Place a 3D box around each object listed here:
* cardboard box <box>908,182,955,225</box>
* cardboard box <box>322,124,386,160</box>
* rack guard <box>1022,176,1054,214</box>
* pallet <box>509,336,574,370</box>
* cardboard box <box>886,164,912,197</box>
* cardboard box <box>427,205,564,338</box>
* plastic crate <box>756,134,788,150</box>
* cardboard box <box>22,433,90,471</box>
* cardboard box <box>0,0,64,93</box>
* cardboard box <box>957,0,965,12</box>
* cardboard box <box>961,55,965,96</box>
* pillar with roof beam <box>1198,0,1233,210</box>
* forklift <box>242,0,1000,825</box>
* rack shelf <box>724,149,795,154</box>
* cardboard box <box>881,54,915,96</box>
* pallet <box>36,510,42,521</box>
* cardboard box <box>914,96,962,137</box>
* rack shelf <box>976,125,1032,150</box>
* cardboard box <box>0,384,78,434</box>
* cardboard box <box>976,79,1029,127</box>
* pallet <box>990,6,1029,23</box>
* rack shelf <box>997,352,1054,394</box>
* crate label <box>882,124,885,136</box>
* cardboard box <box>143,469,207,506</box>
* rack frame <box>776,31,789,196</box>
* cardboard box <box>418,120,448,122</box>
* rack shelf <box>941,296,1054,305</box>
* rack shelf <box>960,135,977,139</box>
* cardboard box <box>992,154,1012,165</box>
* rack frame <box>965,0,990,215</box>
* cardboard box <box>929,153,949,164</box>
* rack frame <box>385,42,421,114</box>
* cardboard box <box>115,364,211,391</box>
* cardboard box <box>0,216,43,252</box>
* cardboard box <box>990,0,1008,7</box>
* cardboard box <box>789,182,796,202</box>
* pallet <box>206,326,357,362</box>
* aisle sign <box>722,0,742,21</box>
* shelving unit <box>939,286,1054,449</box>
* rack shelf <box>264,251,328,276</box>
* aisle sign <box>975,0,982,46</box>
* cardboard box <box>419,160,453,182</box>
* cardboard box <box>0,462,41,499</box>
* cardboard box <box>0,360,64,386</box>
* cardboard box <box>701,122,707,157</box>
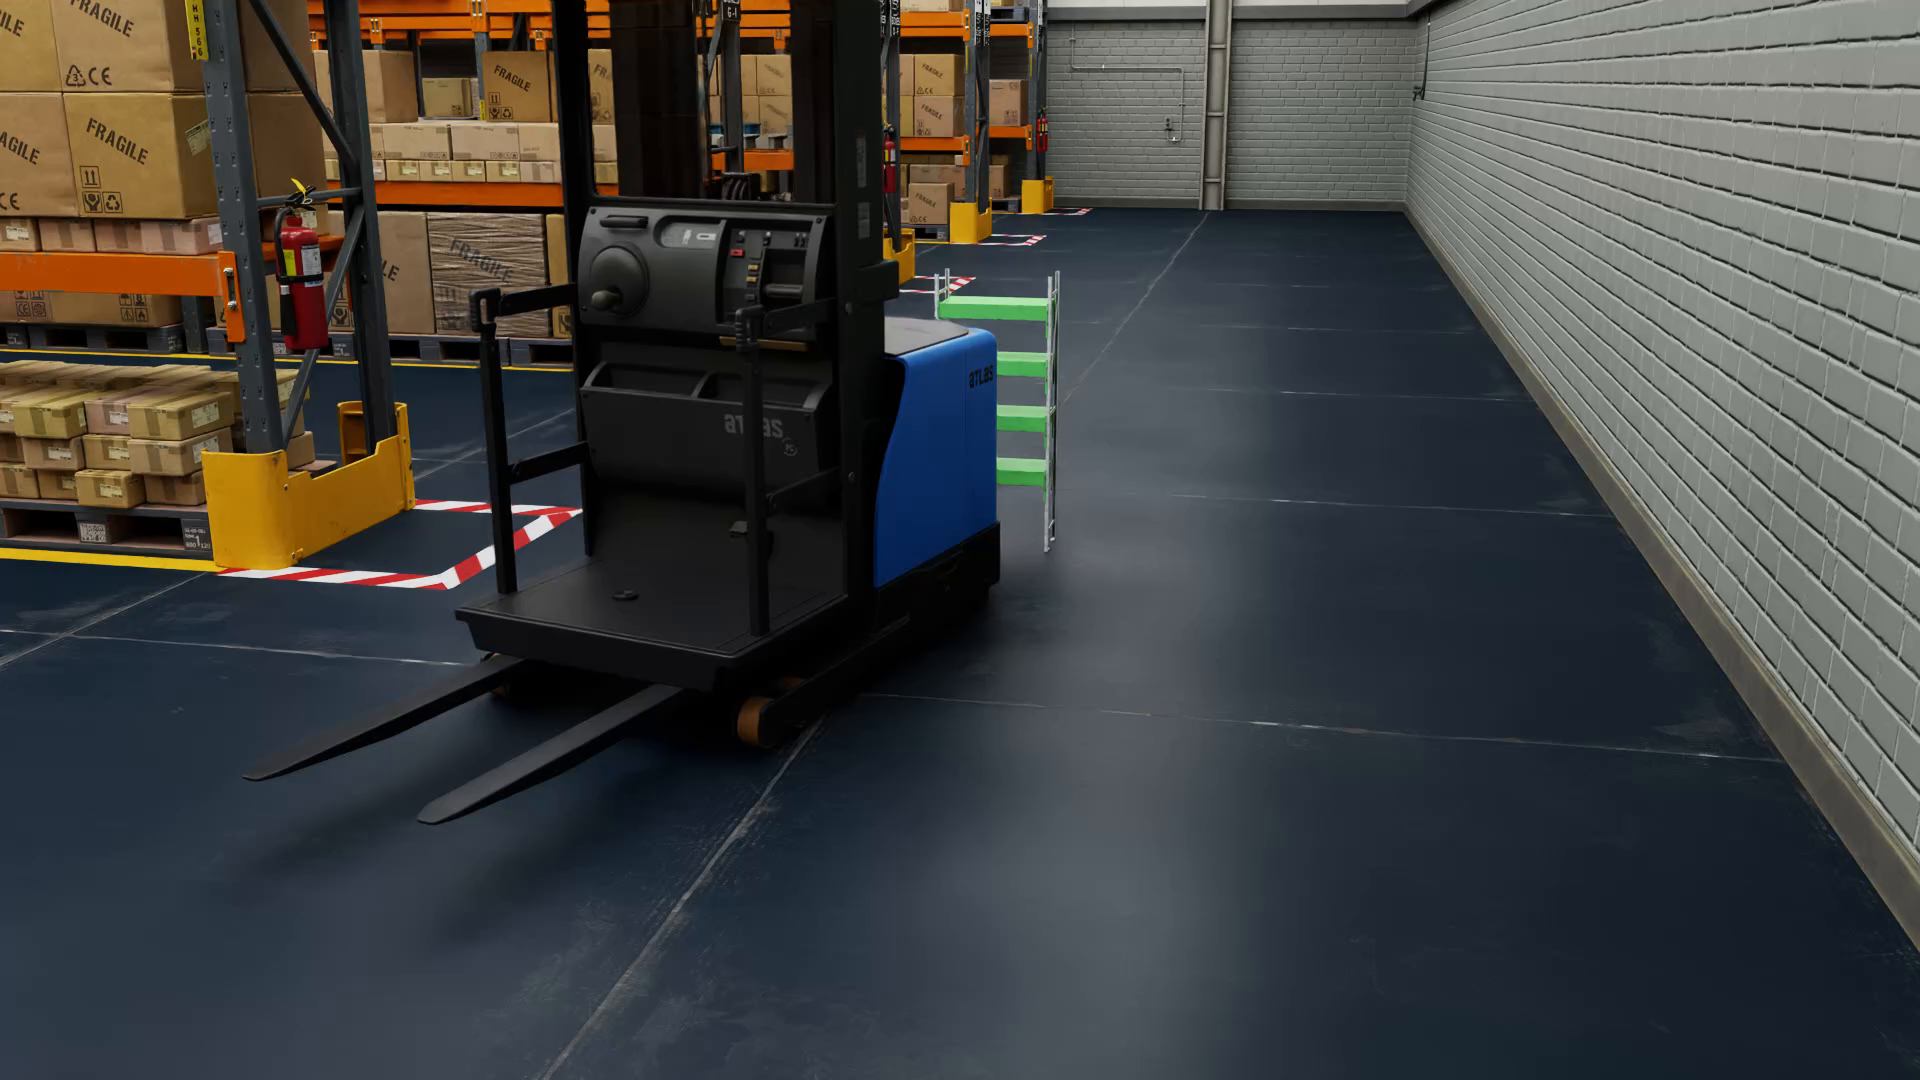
[{"bbox_3d":[-0.361,-4.327,21.352,0.500,0.500,0.500,3,16,11],"label":"cardboard box"},{"bbox_3d":[-4.273,-2.900,12.067,0.500,0.250,0.500,4,16,12],"label":"cardboard box"},{"bbox_3d":[1.228,-5.445,26.213,0.348,0.500,1.175,3,16,11],"label":"rack guard"},{"bbox_3d":[-2.556,-1.442,12.303,1.213,0.211,1.003,3,16,11],"label":"pallet"},{"bbox_3d":[-1.009,-5.740,26.489,0.500,0.500,0.700,3,16,12],"label":"cardboard box"},{"bbox_3d":[-3.291,-2.004,12.300,0.875,0.875,0.875,3,16,11],"label":"cardboard box"},{"bbox_3d":[-1.886,-3.977,16.610,0.243,0.136,0.396,3,16,11],"label":"plastic crate"},{"bbox_3d":[-3.928,-0.424,7.401,0.250,0.149,0.380,2,16,9],"label":"cardboard box"},{"bbox_3d":[-3.839,-2.131,6.950,0.500,0.500,0.500,3,16,9],"label":"cardboard box"},{"bbox_3d":[-0.232,-6.822,21.164,0.500,0.250,0.500,3,16,11],"label":"cardboard box"},{"bbox_3d":[-0.161,-5.978,21.393,0.500,0.500,0.500,4,16,13],"label":"cardboard box"},{"bbox_3d":[3.165,-8.499,21.316,0.400,9.000,9.100,3,16,11],"label":"pillar with roof beam"},{"bbox_3d":[-0.941,-0.897,5.241,1.130,2.935,3.031,7,17,25],"label":"forklift"},{"bbox_3d":[-2.729,-3.948,16.973,3.809,0.052,0.919,3,16,11],"label":"rack shelf"},{"bbox_3d":[-0.765,-5.864,20.981,0.500,0.500,0.500,4,16,13],"label":"cardboard box"},{"bbox_3d":[-4.899,-0.250,7.999,1.213,0.211,1.003,3,16,11],"label":"pallet"},{"bbox_3d":[-0.272,-5.356,21.021,0.500,0.500,0.500,4,16,13],"label":"cardboard box"},{"bbox_3d":[-0.755,-6.411,26.364,4.000,0.370,1.077,3,16,11],"label":"rack shelf"},{"bbox_3d":[-4.168,-0.588,7.435,0.250,0.149,0.380,2,16,9],"label":"cardboard box"},{"bbox_3d":[0.703,-6.820,25.933,0.700,0.700,0.980,4,16,14],"label":"cardboard box"},{"bbox_3d":[0.476,-8.091,25.628,1.213,0.211,1.003,3,16,11],"label":"pallet"},{"bbox_3d":[0.162,-0.739,7.253,0.480,0.148,0.258,3,16,11],"label":"rack shelf"},{"bbox_3d":[-0.946,-4.107,16.901,0.303,0.233,0.416,3,16,11],"label":"crate label"},{"bbox_3d":[-3.401,-0.274,7.415,0.250,0.149,0.380,3,16,12],"label":"cardboard box"},{"bbox_3d":[-2.715,-6.864,26.652,0.127,3.000,1.000,3,16,11],"label":"rack frame"},{"bbox_3d":[-4.184,-3.039,12.567,0.502,0.250,0.502,3,16,12],"label":"cardboard box"},{"bbox_3d":[0.162,-1.022,7.175,0.457,0.021,0.221,3,16,11],"label":"rack shelf"},{"bbox_3d":[-1.739,-5.243,21.650,3.809,0.052,0.919,3,16,11],"label":"rack shelf"},{"bbox_3d":[0.661,-6.018,26.280,0.250,0.149,0.380,3,16,11],"label":"cardboard box"},{"bbox_3d":[0.221,-5.355,21.205,0.127,3.000,1.000,3,16,11],"label":"rack frame"},{"bbox_3d":[-0.330,-6.072,26.473,0.250,0.149,0.380,3,16,12],"label":"cardboard box"},{"bbox_3d":[-7.618,-5.782,22.745,0.053,2.616,0.949,3,16,11],"label":"rack frame"},{"bbox_3d":[-3.805,-0.734,7.961,0.250,0.149,0.380,3,16,11],"label":"cardboard box"},{"bbox_3d":[-3.959,-1.334,7.159,0.250,0.149,0.380,4,16,13],"label":"cardboard box"},{"bbox_3d":[0.434,-8.245,25.324,0.500,0.250,0.500,4,16,13],"label":"cardboard box"},{"bbox_3d":[-1.856,-4.478,21.892,0.637,0.503,0.797,3,16,11],"label":"cardboard box"},{"bbox_3d":[-4.947,-1.572,12.771,1.213,0.211,1.003,3,16,11],"label":"pallet"},{"bbox_3d":[-1.626,-4.091,11.773,0.004,0.787,0.394,3,16,11],"label":"aisle sign"},{"bbox_3d":[0.159,-0.570,7.301,0.487,1.046,0.258,3,16,11],"label":"shelving unit"},{"bbox_3d":[-4.804,-1.300,7.647,3.687,0.071,0.831,3,16,11],"label":"rack shelf"},{"bbox_3d":[0.227,-6.524,20.556,0.004,0.787,0.394,3,16,11],"label":"aisle sign"},{"bbox_3d":[-3.669,-2.657,11.936,0.250,0.149,0.380,3,16,12],"label":"cardboard box"},{"bbox_3d":[-4.160,-0.307,7.536,0.250,0.149,0.380,3,16,12],"label":"cardboard box"},{"bbox_3d":[-4.583,-0.769,8.087,0.250,0.149,0.380,3,16,12],"label":"cardboard box"},{"bbox_3d":[-2.173,-2.931,12.178,0.500,0.250,0.500,3,16,10],"label":"cardboard box"}]
